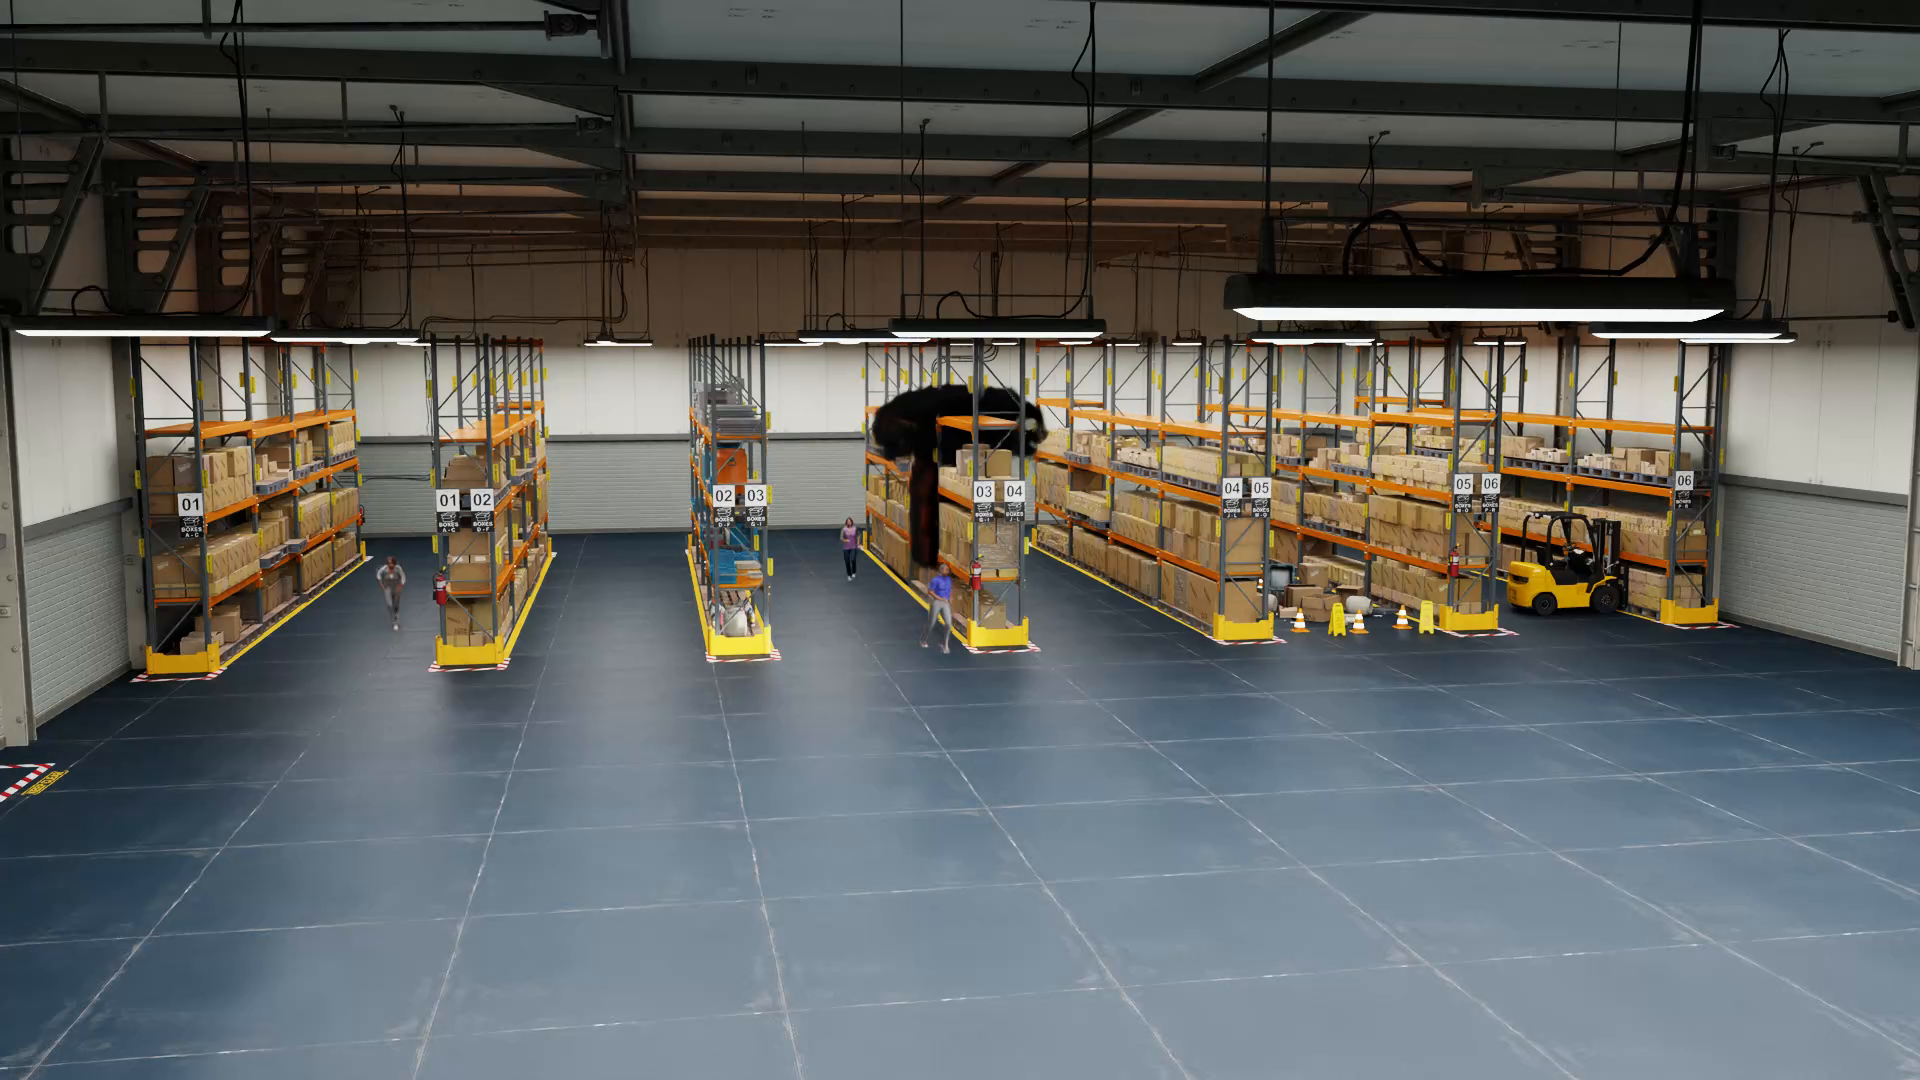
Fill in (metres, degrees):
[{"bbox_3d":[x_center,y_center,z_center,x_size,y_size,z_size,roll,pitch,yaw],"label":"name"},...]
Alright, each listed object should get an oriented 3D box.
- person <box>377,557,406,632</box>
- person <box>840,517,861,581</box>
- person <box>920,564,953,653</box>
[{"bbox_3d":[-11.663,1.076,34.176,0.556,1.549,0.891,-1,7,-13],"label":"person"},{"bbox_3d":[-2.704,0.227,41.034,0.511,1.570,0.636,0,7,-2],"label":"person"},{"bbox_3d":[-0.368,1.346,31.705,0.648,1.613,0.737,-4,8,-32],"label":"person"}]
